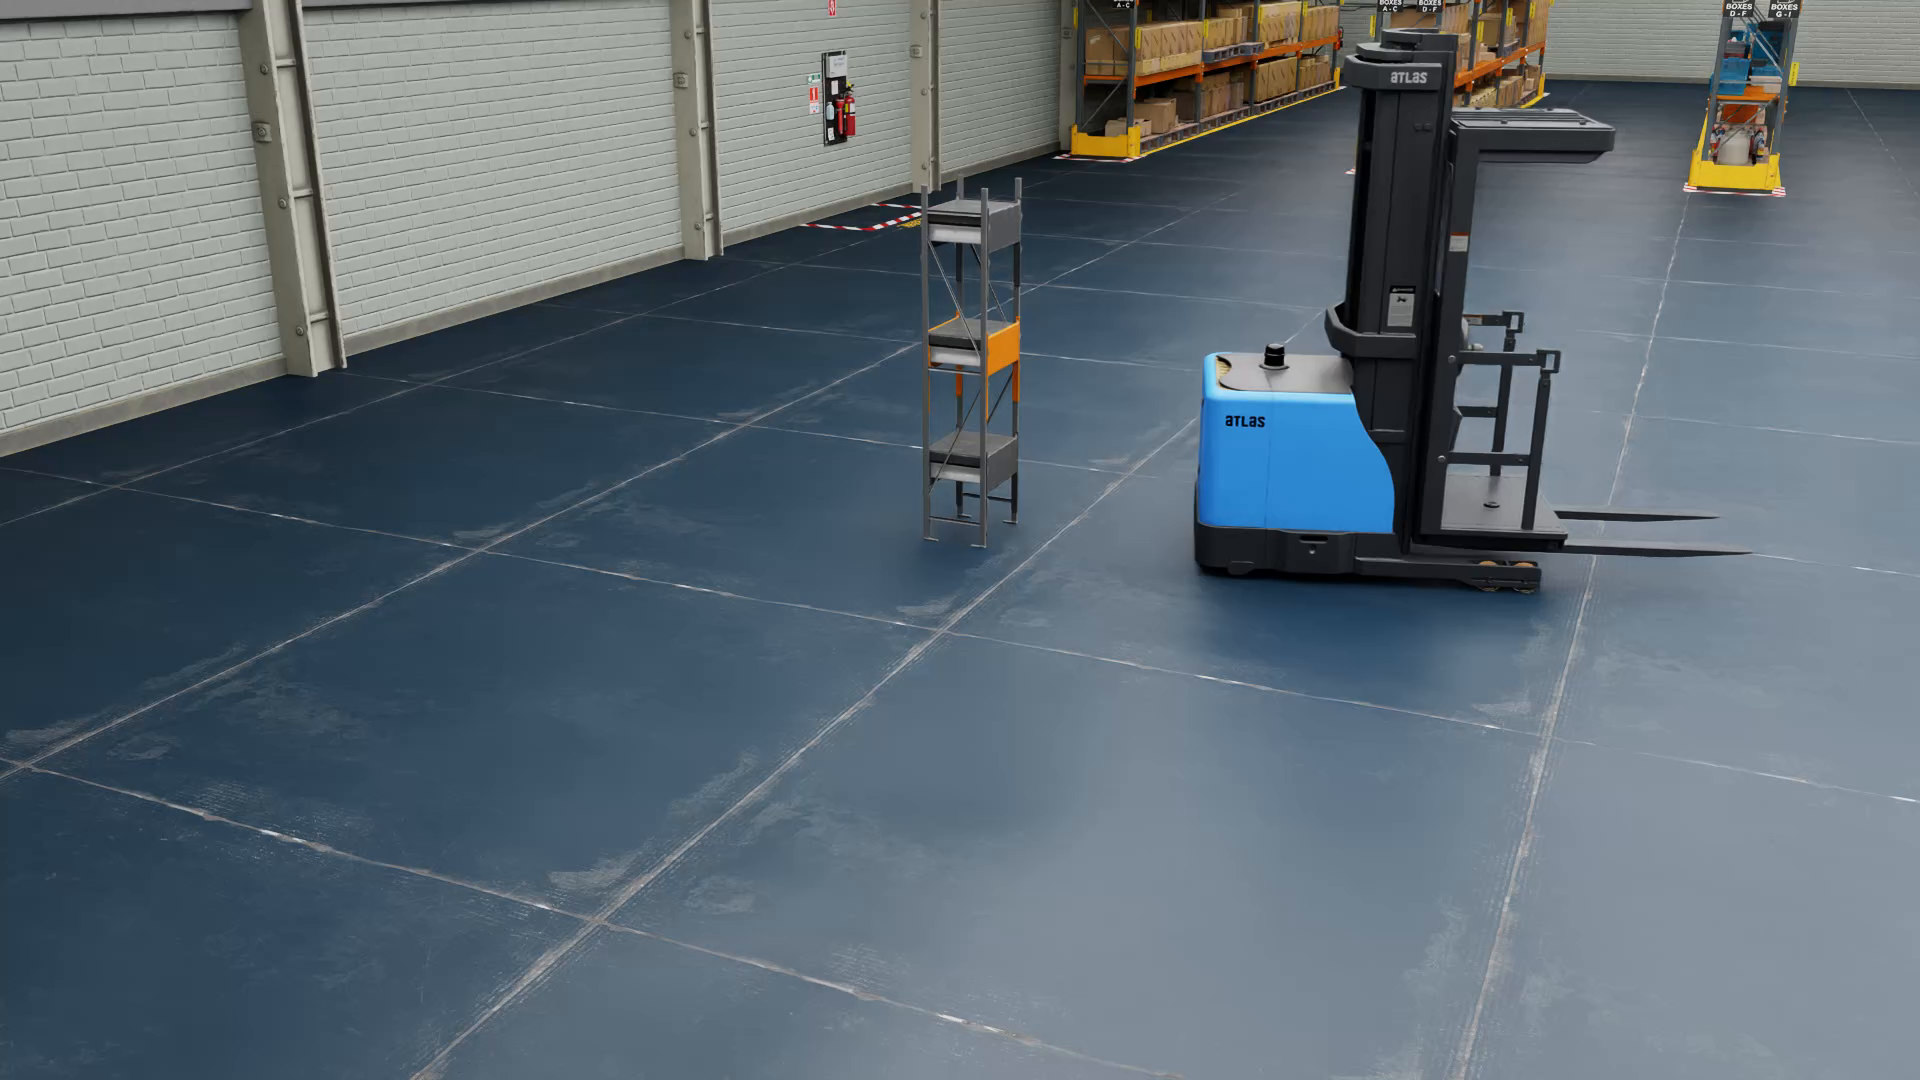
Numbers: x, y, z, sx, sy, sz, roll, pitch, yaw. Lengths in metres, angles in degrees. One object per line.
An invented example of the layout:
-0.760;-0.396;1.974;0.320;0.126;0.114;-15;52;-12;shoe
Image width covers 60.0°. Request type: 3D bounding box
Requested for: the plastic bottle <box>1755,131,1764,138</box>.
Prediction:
12.926;-6.441;26.900;0.144;0.351;0.185;8;21;22;plastic bottle

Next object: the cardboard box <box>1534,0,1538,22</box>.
12.556;-11.783;36.984;0.500;0.500;0.500;8;21;21;cardboard box

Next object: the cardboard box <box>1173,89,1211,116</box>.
4.551;-8.657;32.907;0.700;0.500;0.500;8;21;22;cardboard box

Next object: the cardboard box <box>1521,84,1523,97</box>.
12.265;-10.041;37.082;0.500;0.311;0.500;9;21;23;cardboard box

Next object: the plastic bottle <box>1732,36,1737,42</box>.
15.957;-10.222;34.310;0.144;0.351;0.185;9;21;23;plastic bottle

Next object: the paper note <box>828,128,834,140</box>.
-1.681;-5.301;21.712;0.016;0.148;0.142;9;21;23;paper note

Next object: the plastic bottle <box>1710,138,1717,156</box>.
11.980;-6.272;26.535;0.152;0.276;0.135;9;21;23;plastic bottle

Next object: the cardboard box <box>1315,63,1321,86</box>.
8.407;-11.389;40.620;0.700;0.500;0.500;8;21;21;cardboard box

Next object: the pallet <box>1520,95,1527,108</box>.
12.178;-9.898;37.485;1.003;0.211;1.213;9;21;23;pallet

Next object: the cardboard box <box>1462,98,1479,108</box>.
9.226;-7.967;30.535;0.500;0.311;0.500;8;21;22;cardboard box

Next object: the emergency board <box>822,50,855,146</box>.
-1.545;-5.760;21.690;0.194;1.169;0.643;9;21;23;emergency board

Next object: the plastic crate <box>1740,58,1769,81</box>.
12.807;-7.704;27.246;0.767;0.338;0.504;9;21;23;plastic crate

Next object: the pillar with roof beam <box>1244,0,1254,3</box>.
10.800;-14.249;36.605;9.100;9.000;0.400;9;21;23;pillar with roof beam

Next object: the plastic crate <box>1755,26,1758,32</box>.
17.008;-10.618;35.164;0.402;0.464;0.583;9;21;23;plastic crate

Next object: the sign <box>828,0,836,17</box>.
-1.639;-6.864;21.333;0.001;0.298;0.199;9;21;23;sign

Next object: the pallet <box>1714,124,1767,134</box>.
14.423;-7.553;30.892;1.003;0.211;1.213;9;21;23;pallet

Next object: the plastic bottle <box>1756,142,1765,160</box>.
12.526;-6.086;26.020;0.097;0.271;0.097;0;20;0;plastic bottle

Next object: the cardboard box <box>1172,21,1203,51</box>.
4.188;-9.340;30.830;0.500;0.500;0.500;8;21;23;cardboard box

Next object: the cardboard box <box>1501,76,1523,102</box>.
11.955;-9.841;36.238;0.500;0.500;0.500;8;21;22;cardboard box

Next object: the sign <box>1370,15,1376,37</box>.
6.493;-8.069;26.101;0.100;0.325;0.005;9;21;23;sign

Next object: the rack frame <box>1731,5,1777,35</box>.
18.051;-11.544;37.952;1.000;3.000;0.127;9;21;23;rack frame

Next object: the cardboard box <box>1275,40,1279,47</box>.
6.815;-10.967;36.676;0.380;0.149;0.250;9;22;24;cardboard box

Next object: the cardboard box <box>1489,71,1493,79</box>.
11.066;-9.965;35.466;0.500;0.250;0.500;9;21;23;cardboard box

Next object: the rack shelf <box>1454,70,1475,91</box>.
7.801;-7.606;27.953;1.077;0.370;4.000;9;21;23;rack shelf

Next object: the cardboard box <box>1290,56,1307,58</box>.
8.273;-11.758;40.689;0.380;0.149;0.250;9;21;23;cardboard box

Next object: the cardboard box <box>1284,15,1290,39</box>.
7.003;-11.392;36.901;0.500;0.500;0.500;9;21;23;cardboard box

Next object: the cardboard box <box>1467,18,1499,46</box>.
10.413;-10.232;33.487;0.700;0.500;0.500;2;20;4;cardboard box

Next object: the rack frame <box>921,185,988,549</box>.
-0.032;-0.965;9.549;0.400;2.100;0.015;9;21;23;rack frame

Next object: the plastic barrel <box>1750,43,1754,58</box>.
14.862;-8.979;30.537;0.600;0.536;0.708;9;21;23;plastic barrel

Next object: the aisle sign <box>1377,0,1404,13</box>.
6.687;-8.579;25.734;0.394;0.787;0.004;9;21;23;aisle sign

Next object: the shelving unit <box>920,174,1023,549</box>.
0.068;-1.040;9.759;0.431;2.100;0.503;9;21;23;shelving unit

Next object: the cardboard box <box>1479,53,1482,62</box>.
9.787;-9.263;31.914;0.380;0.149;0.250;10;22;27;cardboard box

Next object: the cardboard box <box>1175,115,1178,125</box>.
3.907;-7.940;31.389;0.380;0.166;0.250;6;20;16;cardboard box

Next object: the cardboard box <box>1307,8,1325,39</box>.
8.205;-12.431;40.000;0.980;0.700;0.700;7;21;20;cardboard box

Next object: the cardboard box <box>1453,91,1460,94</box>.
9.357;-8.508;32.057;0.500;0.311;0.500;8;21;21;cardboard box

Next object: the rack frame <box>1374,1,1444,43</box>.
6.982;-7.333;26.113;1.000;3.000;0.127;9;21;23;rack frame

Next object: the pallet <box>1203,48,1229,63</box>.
4.545;-9.358;32.092;1.003;0.211;1.213;9;21;23;pallet

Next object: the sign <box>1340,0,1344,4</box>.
9.502;-13.482;41.319;0.100;0.325;0.005;9;21;23;sign

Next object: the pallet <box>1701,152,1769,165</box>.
12.326;-5.988;26.491;1.003;0.211;1.213;9;21;23;pallet

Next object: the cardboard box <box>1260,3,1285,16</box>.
6.782;-11.586;36.328;0.500;0.250;0.500;8;21;22;cardboard box

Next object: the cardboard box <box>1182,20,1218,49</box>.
4.574;-9.810;32.271;0.700;0.500;0.500;11;22;28;cardboard box

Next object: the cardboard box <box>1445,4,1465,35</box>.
8.238;-8.923;28.499;0.700;0.500;0.500;8;21;23;cardboard box

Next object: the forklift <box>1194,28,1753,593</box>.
2.889;-1.277;9.186;3.031;2.935;1.130;2;20;7;forklift

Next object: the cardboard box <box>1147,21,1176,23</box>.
3.716;-9.412;31.032;0.500;0.500;0.500;8;21;21;cardboard box

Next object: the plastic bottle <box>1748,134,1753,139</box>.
12.913;-6.517;27.225;0.152;0.276;0.135;9;21;23;plastic bottle

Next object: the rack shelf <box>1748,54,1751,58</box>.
15.594;-9.371;32.915;1.077;0.370;4.000;9;21;23;rack shelf

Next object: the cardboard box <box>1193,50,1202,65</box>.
4.182;-8.987;30.957;0.500;0.250;0.500;9;21;23;cardboard box

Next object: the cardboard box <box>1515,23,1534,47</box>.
12.353;-11.167;36.744;0.500;0.500;0.500;9;22;24;cardboard box

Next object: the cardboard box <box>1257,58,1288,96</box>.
6.866;-10.377;37.252;0.750;0.750;0.750;9;22;24;cardboard box

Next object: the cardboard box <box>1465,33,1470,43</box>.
8.704;-8.796;29.109;0.380;0.149;0.250;9;21;23;cardboard box
